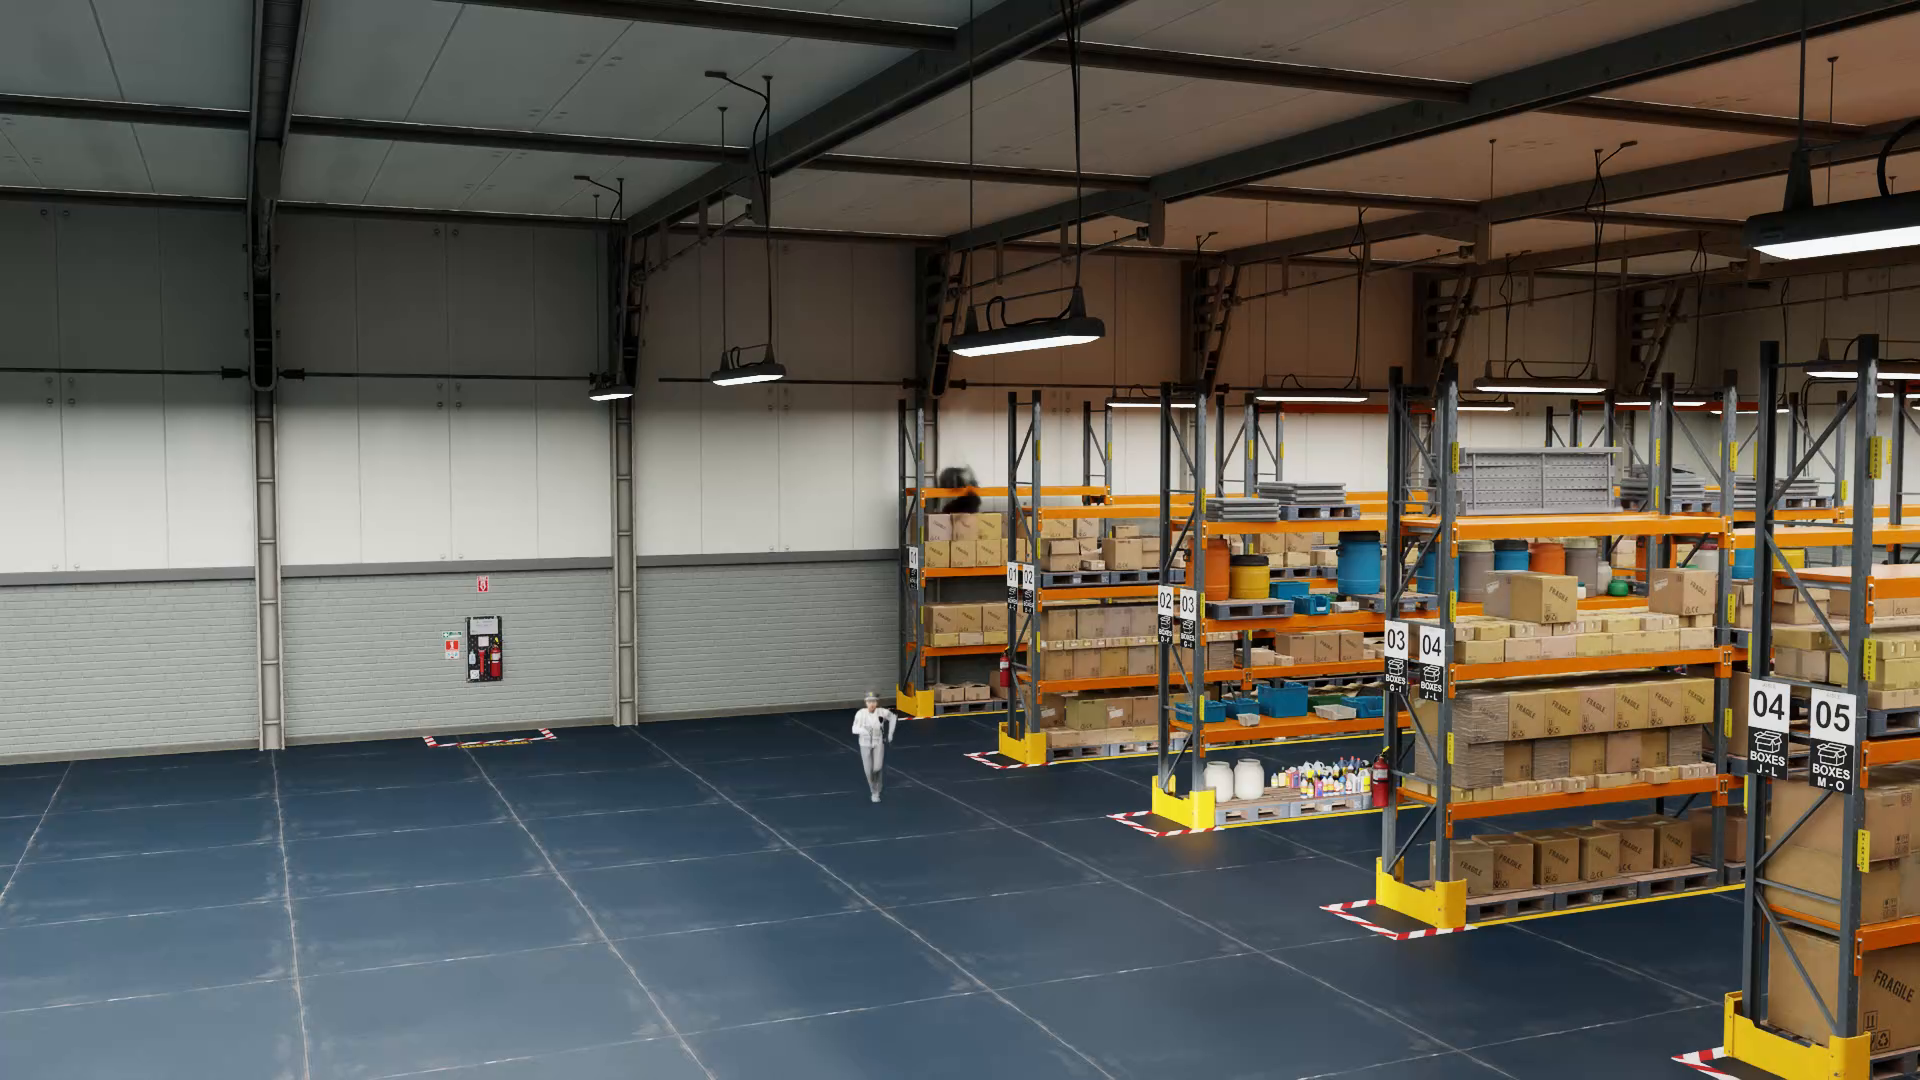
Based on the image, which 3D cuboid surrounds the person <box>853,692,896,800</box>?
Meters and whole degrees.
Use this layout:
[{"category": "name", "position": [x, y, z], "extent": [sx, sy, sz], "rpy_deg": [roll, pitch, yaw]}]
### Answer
[{"category": "person", "position": [-1.227, 2.953, 23.746], "extent": [0.602, 1.615, 0.730], "rpy_deg": [0, 3, 3]}]
